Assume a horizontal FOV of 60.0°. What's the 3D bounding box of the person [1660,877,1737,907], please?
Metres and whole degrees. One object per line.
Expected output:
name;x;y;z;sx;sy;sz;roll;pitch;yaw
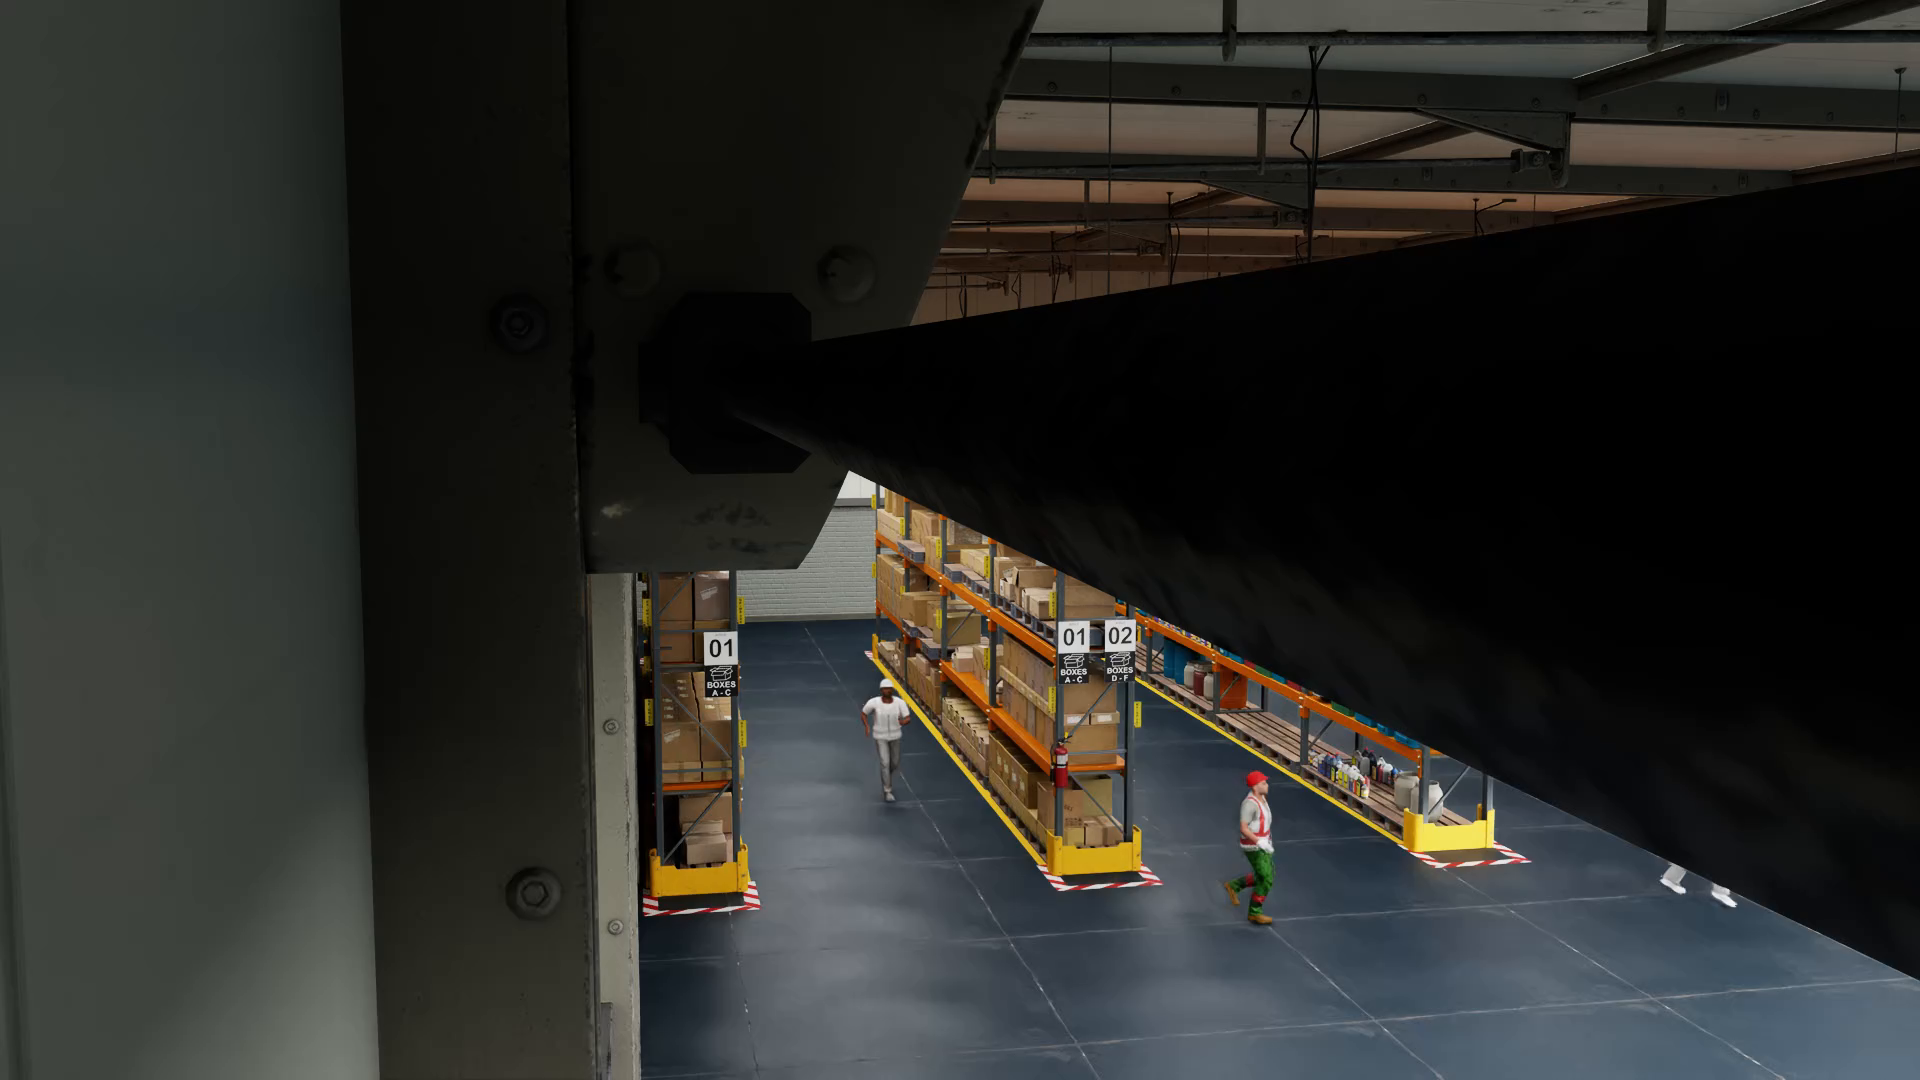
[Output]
person;8.802;3.585;19.766;0.843;1.470;0.510;2;6;20

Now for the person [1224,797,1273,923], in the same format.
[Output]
person;3.320;3.650;19.122;0.600;1.451;0.401;2;6;23

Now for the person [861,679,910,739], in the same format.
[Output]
person;-1.064;2.492;24.508;0.710;0.879;0.606;-2;6;-16
